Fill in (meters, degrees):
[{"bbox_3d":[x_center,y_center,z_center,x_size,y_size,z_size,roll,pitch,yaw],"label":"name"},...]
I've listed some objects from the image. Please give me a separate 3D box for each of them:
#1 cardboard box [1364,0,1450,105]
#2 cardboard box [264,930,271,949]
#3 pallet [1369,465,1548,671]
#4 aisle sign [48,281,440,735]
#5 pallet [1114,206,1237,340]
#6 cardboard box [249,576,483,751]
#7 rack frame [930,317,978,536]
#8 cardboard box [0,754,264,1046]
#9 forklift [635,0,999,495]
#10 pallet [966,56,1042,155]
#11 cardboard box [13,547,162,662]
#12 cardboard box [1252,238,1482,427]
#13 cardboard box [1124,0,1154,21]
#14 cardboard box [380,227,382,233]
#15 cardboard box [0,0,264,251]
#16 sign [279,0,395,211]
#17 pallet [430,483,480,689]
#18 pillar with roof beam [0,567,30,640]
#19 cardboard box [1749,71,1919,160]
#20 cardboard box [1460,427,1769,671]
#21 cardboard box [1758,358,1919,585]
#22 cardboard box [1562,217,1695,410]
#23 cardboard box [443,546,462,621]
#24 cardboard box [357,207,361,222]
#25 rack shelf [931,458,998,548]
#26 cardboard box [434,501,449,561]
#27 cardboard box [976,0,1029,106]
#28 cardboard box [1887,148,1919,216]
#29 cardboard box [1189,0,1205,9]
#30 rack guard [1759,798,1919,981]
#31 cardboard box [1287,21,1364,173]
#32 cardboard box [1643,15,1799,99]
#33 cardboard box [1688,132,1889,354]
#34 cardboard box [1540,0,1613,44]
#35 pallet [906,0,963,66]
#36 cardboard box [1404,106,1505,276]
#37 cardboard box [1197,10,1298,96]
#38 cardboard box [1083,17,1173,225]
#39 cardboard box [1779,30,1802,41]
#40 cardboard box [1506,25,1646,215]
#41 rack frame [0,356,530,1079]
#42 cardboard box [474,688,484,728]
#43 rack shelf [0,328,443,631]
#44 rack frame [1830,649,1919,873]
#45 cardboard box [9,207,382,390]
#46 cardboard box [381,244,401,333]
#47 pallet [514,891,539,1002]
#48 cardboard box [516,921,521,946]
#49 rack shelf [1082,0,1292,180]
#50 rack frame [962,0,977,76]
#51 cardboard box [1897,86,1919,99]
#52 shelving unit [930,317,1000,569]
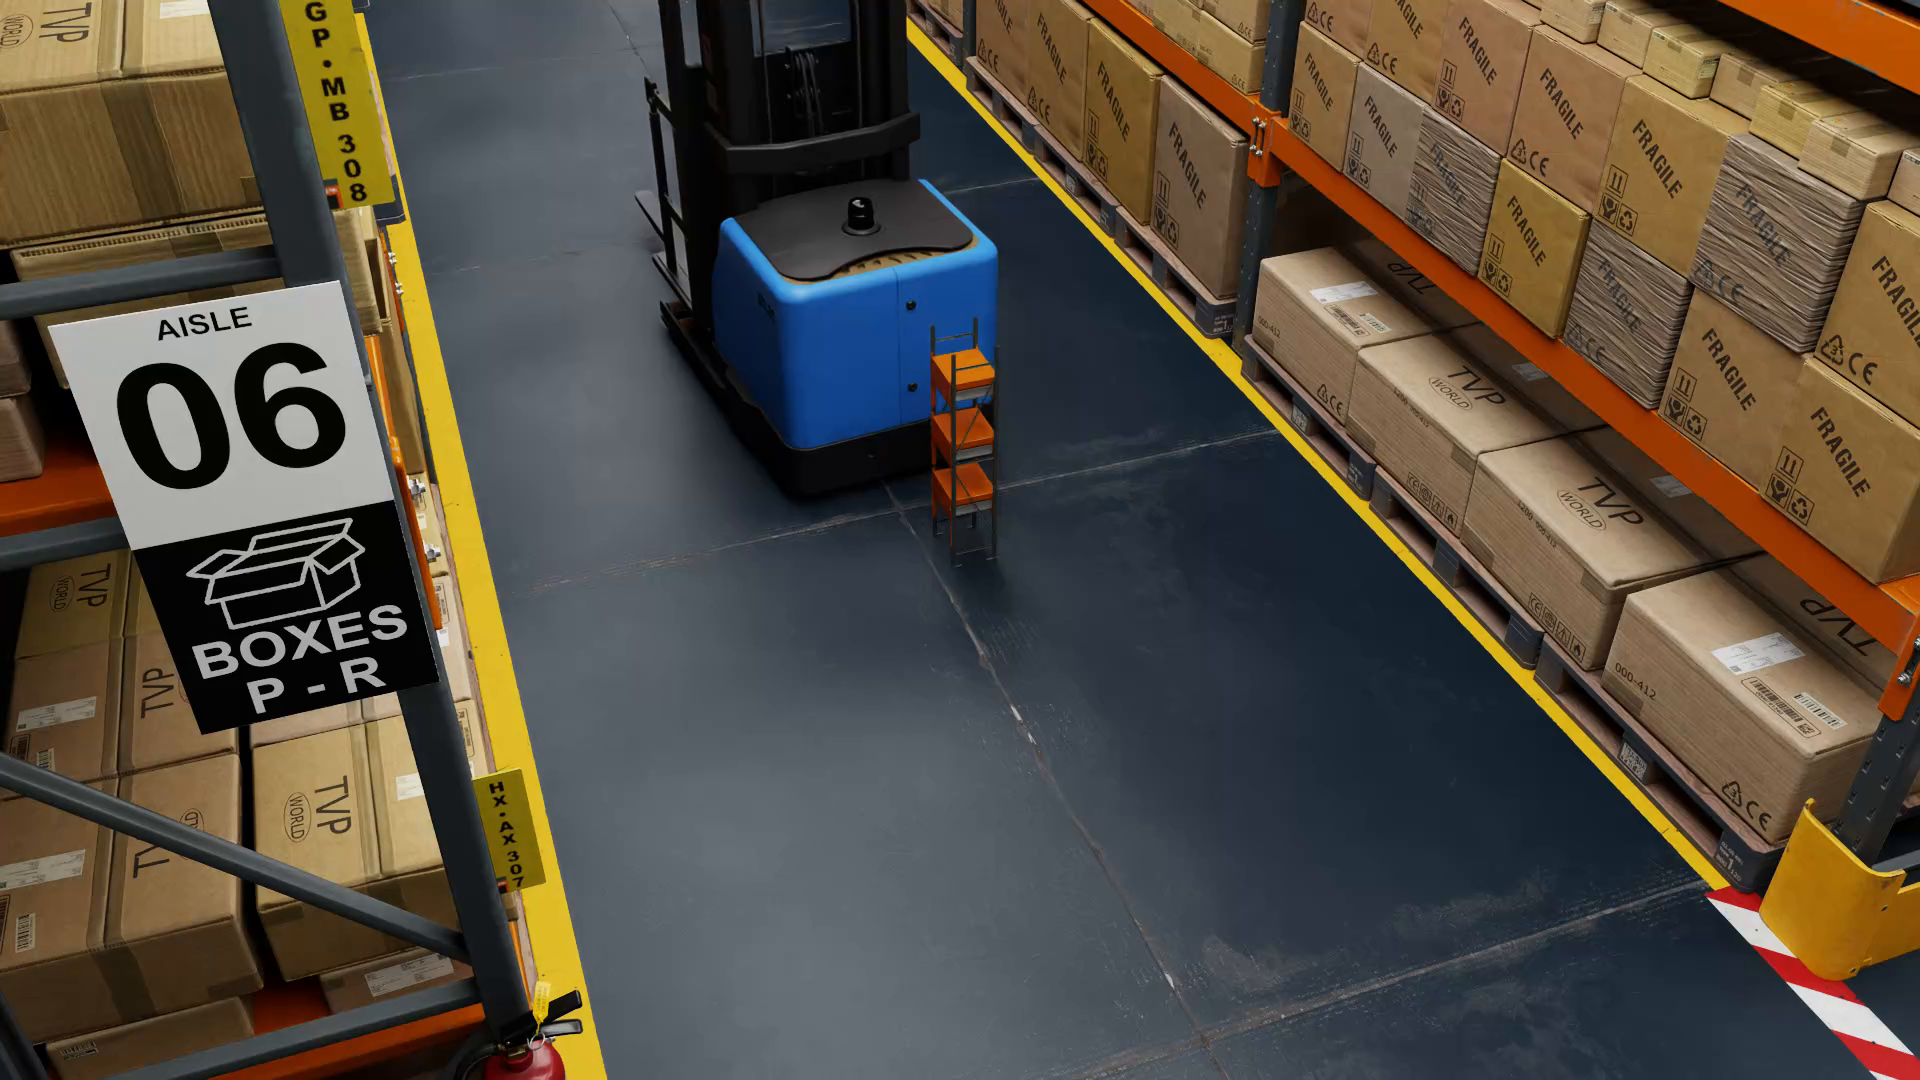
[{"bbox_3d":[1.989,-2.088,6.615,0.500,0.500,0.500,-13,39,-17],"label":"cardboard box"},{"bbox_3d":[-1.793,0.847,3.841,0.380,0.149,0.250,-11,38,-15],"label":"cardboard box"},{"bbox_3d":[2.497,-0.005,7.081,1.003,0.211,1.213,-12,39,-16],"label":"pallet"},{"bbox_3d":[-1.099,-0.026,2.631,0.394,0.787,0.004,-12,39,-16],"label":"aisle sign"},{"bbox_3d":[1.549,-1.561,9.147,1.003,0.211,1.213,-12,39,-16],"label":"pallet"},{"bbox_3d":[-1.475,0.379,4.131,0.500,0.250,0.500,-12,39,-15],"label":"cardboard box"},{"bbox_3d":[-0.024,-0.458,6.986,0.200,1.050,0.008,-12,39,-16],"label":"rack frame"},{"bbox_3d":[-1.805,0.771,3.611,0.500,0.250,0.500,-11,38,-15],"label":"cardboard box"},{"bbox_3d":[-0.908,-2.250,7.801,1.130,2.935,3.031,-16,40,-20],"label":"forklift"},{"bbox_3d":[0.709,-2.940,10.977,1.003,0.211,1.213,-12,39,-16],"label":"pallet"},{"bbox_3d":[-2.148,0.199,4.371,0.500,0.250,0.500,-11,38,-15],"label":"cardboard box"},{"bbox_3d":[2.000,-1.022,7.894,0.875,0.438,0.875,-13,39,-17],"label":"cardboard box"},{"bbox_3d":[1.164,-2.973,8.828,0.500,0.250,0.500,-13,39,-17],"label":"cardboard box"},{"bbox_3d":[-3.262,-1.590,8.596,0.500,0.500,0.500,-14,39,-18],"label":"cardboard box"},{"bbox_3d":[-1.315,-0.725,2.688,0.500,0.250,0.500,-13,39,-16],"label":"cardboard box"},{"bbox_3d":[-0.888,-0.625,2.367,0.100,0.325,0.005,-12,39,-16],"label":"sign"},{"bbox_3d":[-2.539,0.277,6.707,1.003,0.211,1.213,-12,39,-16],"label":"pallet"},{"bbox_3d":[0.661,-3.933,4.992,9.100,9.000,0.400,-12,39,-16],"label":"pillar with roof beam"},{"bbox_3d":[2.624,-1.272,4.993,0.380,0.149,0.250,-12,39,-15],"label":"cardboard box"},{"bbox_3d":[2.618,-0.007,6.546,0.875,0.438,0.875,-11,38,-15],"label":"cardboard box"},{"bbox_3d":[2.847,-0.253,5.009,0.500,0.500,0.500,-12,39,-16],"label":"cardboard box"},{"bbox_3d":[2.502,-0.828,5.773,0.500,0.500,0.500,-11,38,-15],"label":"cardboard box"},{"bbox_3d":[-1.650,0.154,4.761,0.380,0.149,0.250,-14,39,-17],"label":"cardboard box"},{"bbox_3d":[-1.465,-0.745,3.461,0.380,0.149,0.250,-12,39,-15],"label":"cardboard box"},{"bbox_3d":[0.018,-0.159,7.068,0.215,0.259,0.240,-12,39,-16],"label":"rack shelf"},{"bbox_3d":[-2.307,0.000,6.777,0.380,0.149,0.250,-14,39,-17],"label":"cardboard box"},{"bbox_3d":[0.668,-3.426,10.722,0.875,0.875,0.875,-13,39,-16],"label":"cardboard box"},{"bbox_3d":[2.840,-0.993,4.622,0.380,0.149,0.250,-12,39,-15],"label":"cardboard box"},{"bbox_3d":[1.326,-2.874,8.282,0.500,0.250,0.500,-12,38,-15],"label":"cardboard box"},{"bbox_3d":[3.270,1.017,5.484,1.175,0.500,0.348,-12,39,-16],"label":"rack guard"},{"bbox_3d":[1.801,-1.975,7.296,0.500,0.500,0.500,-11,38,-14],"label":"cardboard box"},{"bbox_3d":[2.459,-1.564,5.380,0.380,0.149,0.250,-12,38,-15],"label":"cardboard box"},{"bbox_3d":[2.665,-0.947,5.099,0.500,0.500,0.500,-12,39,-16],"label":"cardboard box"},{"bbox_3d":[2.256,-1.857,5.769,0.380,0.149,0.250,-12,39,-16],"label":"cardboard box"},{"bbox_3d":[0.241,-3.842,12.176,1.003,0.211,1.213,-12,39,-16],"label":"pallet"},{"bbox_3d":[2.135,-1.408,6.543,0.500,0.500,0.500,-12,39,-16],"label":"cardboard box"},{"bbox_3d":[1.494,-2.396,8.063,0.500,0.250,0.500,-13,39,-17],"label":"cardboard box"},{"bbox_3d":[1.278,-2.416,9.381,0.875,0.875,0.875,-11,38,-15],"label":"cardboard box"},{"bbox_3d":[2.967,-1.687,5.544,0.380,0.149,0.250,-12,39,-16],"label":"cardboard box"},{"bbox_3d":[2.326,-1.511,5.849,0.500,0.500,0.500,-13,39,-16],"label":"cardboard box"},{"bbox_3d":[-1.398,1.035,3.383,1.000,3.000,0.127,-12,39,-16],"label":"rack frame"},{"bbox_3d":[-2.134,0.423,5.924,0.700,0.500,0.500,-14,39,-18],"label":"cardboard box"},{"bbox_3d":[-2.086,-1.006,4.197,1.077,0.370,4.000,-12,39,-16],"label":"rack shelf"},{"bbox_3d":[3.261,0.005,4.750,1.000,3.000,0.127,-12,39,-16],"label":"rack frame"},{"bbox_3d":[-1.294,-0.530,2.844,0.500,0.250,0.500,-13,39,-16],"label":"cardboard box"},{"bbox_3d":[-2.184,-0.767,5.652,0.500,0.250,0.500,-12,39,-16],"label":"cardboard box"},{"bbox_3d":[-1.699,1.656,4.877,1.003,0.211,1.213,-12,39,-16],"label":"pallet"},{"bbox_3d":[-1.777,1.009,5.145,0.700,0.500,0.500,-11,38,-14],"label":"cardboard box"},{"bbox_3d":[1.197,-3.097,9.467,1.077,0.370,4.000,-12,39,-16],"label":"rack shelf"},{"bbox_3d":[0.509,-4.514,10.750,1.000,3.000,0.127,-12,39,-16],"label":"rack frame"},{"bbox_3d":[3.153,-1.400,5.162,0.380,0.149,0.250,-14,39,-17],"label":"cardboard box"},{"bbox_3d":[0.018,-0.389,6.894,0.215,1.050,0.252,-12,39,-16],"label":"shelving unit"}]
